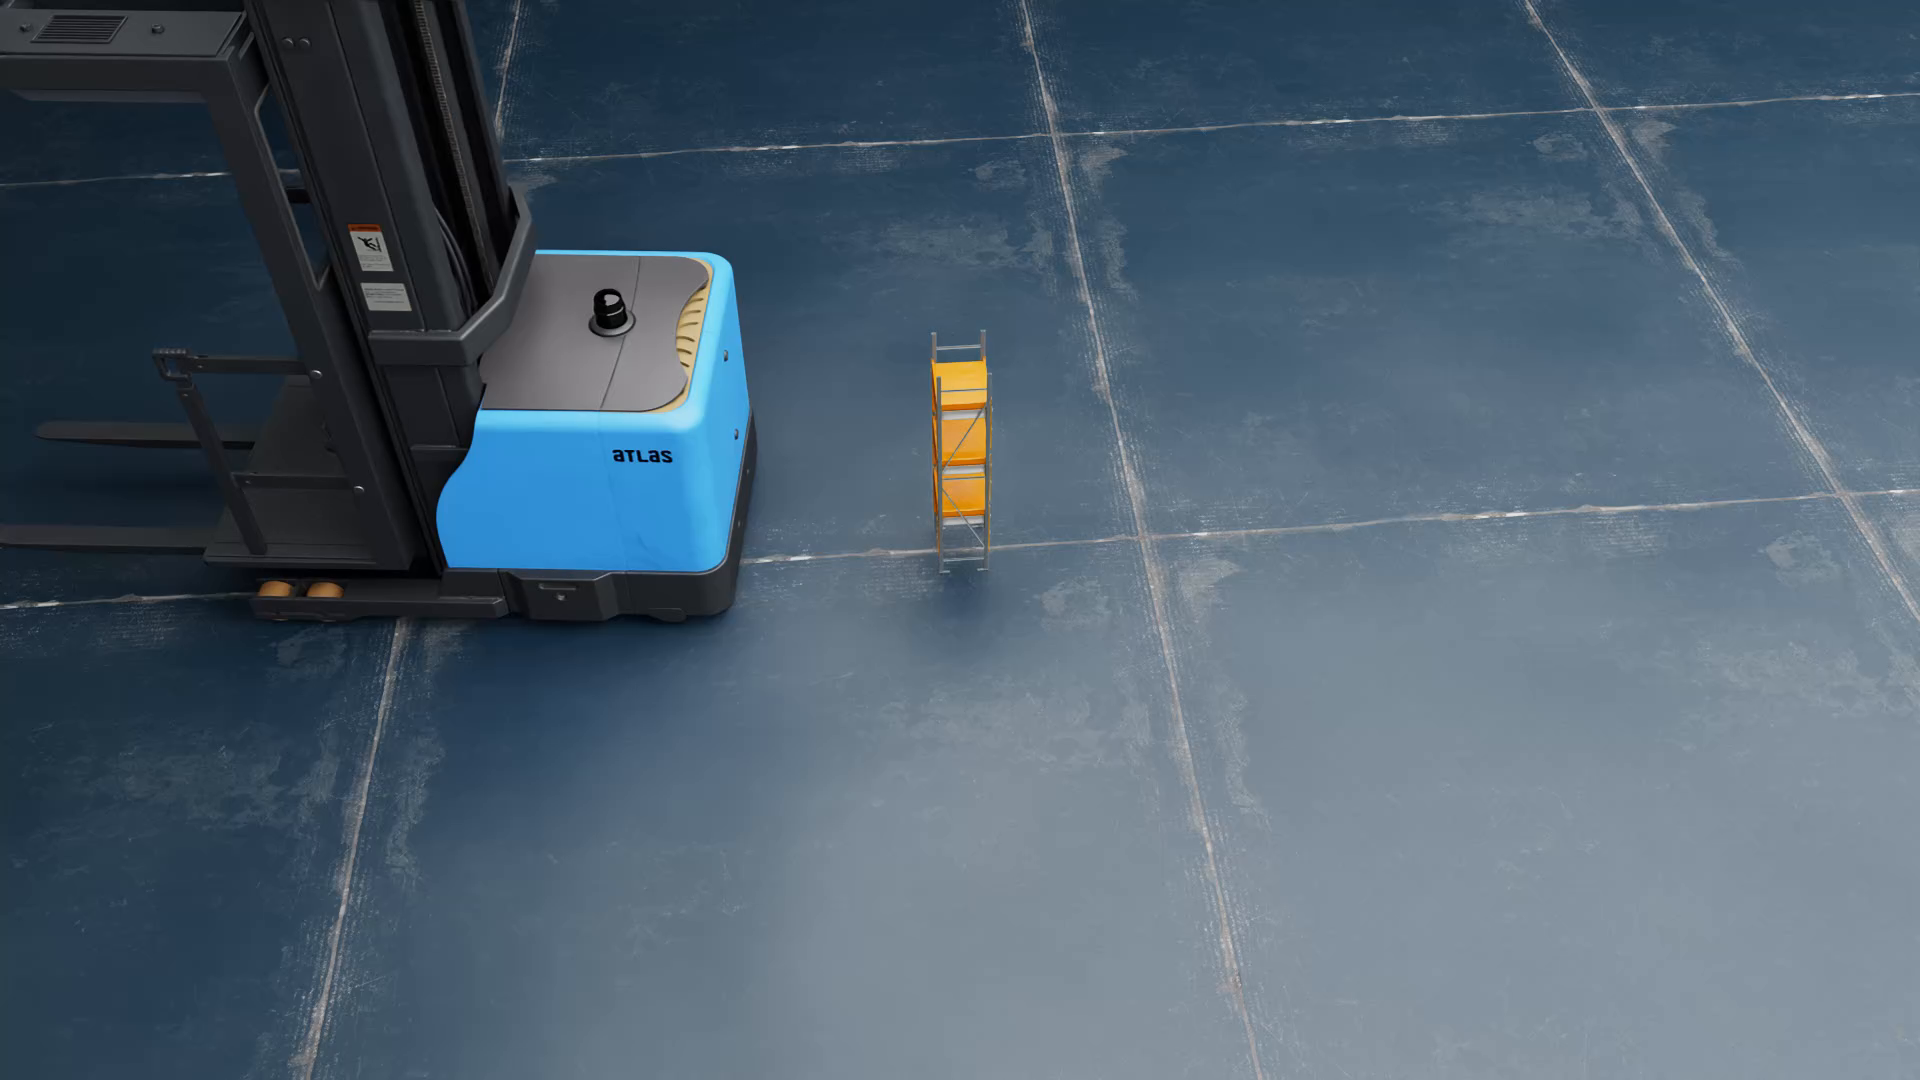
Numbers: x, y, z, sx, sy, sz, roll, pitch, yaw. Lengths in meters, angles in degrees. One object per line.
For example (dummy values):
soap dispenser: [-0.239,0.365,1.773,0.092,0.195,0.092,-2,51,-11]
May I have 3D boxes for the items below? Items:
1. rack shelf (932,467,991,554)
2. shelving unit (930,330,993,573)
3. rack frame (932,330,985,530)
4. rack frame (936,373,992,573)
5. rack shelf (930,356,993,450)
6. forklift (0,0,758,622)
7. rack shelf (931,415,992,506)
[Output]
rack shelf: [0.004,-0.124,6.678,0.215,0.259,0.240,-3,47,-3]
shelving unit: [0.004,-0.322,6.469,0.215,1.050,0.252,-3,47,-3]
rack frame: [-0.006,-0.411,6.552,0.200,1.050,0.008,-3,47,-3]
rack frame: [0.015,-0.234,6.385,0.200,1.050,0.008,-3,47,-3]
rack shelf: [0.004,-0.510,6.270,0.215,0.259,0.240,-3,47,-3]
forklift: [-2.396,-1.069,5.880,3.031,2.935,1.130,1,47,1]
rack shelf: [0.004,-0.315,6.476,0.215,0.259,0.240,-3,47,-3]
